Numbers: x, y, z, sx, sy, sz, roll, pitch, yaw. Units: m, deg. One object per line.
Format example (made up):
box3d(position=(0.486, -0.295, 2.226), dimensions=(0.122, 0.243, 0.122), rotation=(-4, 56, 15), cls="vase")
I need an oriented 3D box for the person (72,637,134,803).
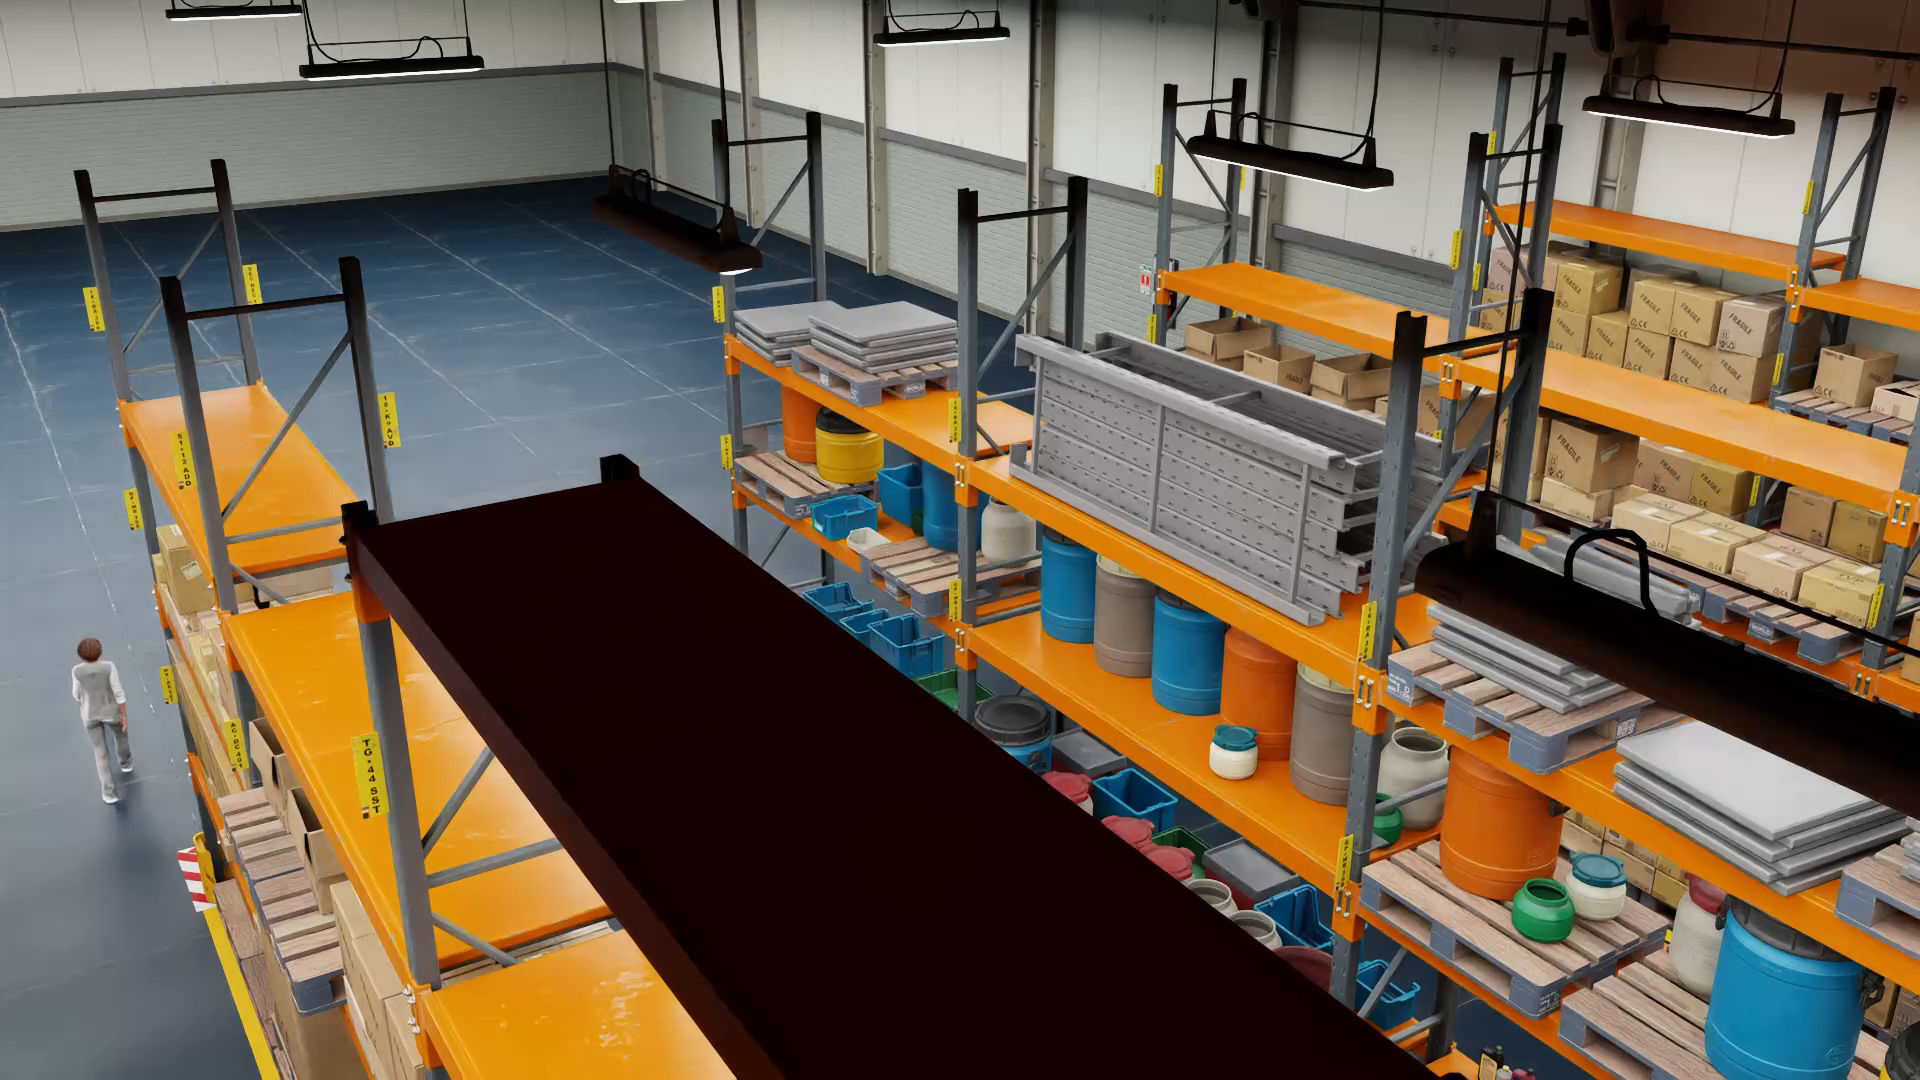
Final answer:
box3d(position=(-7.899, 1.583, 15.348), dimensions=(0.432, 1.521, 0.903), rotation=(-9, 24, -21), cls="person")
